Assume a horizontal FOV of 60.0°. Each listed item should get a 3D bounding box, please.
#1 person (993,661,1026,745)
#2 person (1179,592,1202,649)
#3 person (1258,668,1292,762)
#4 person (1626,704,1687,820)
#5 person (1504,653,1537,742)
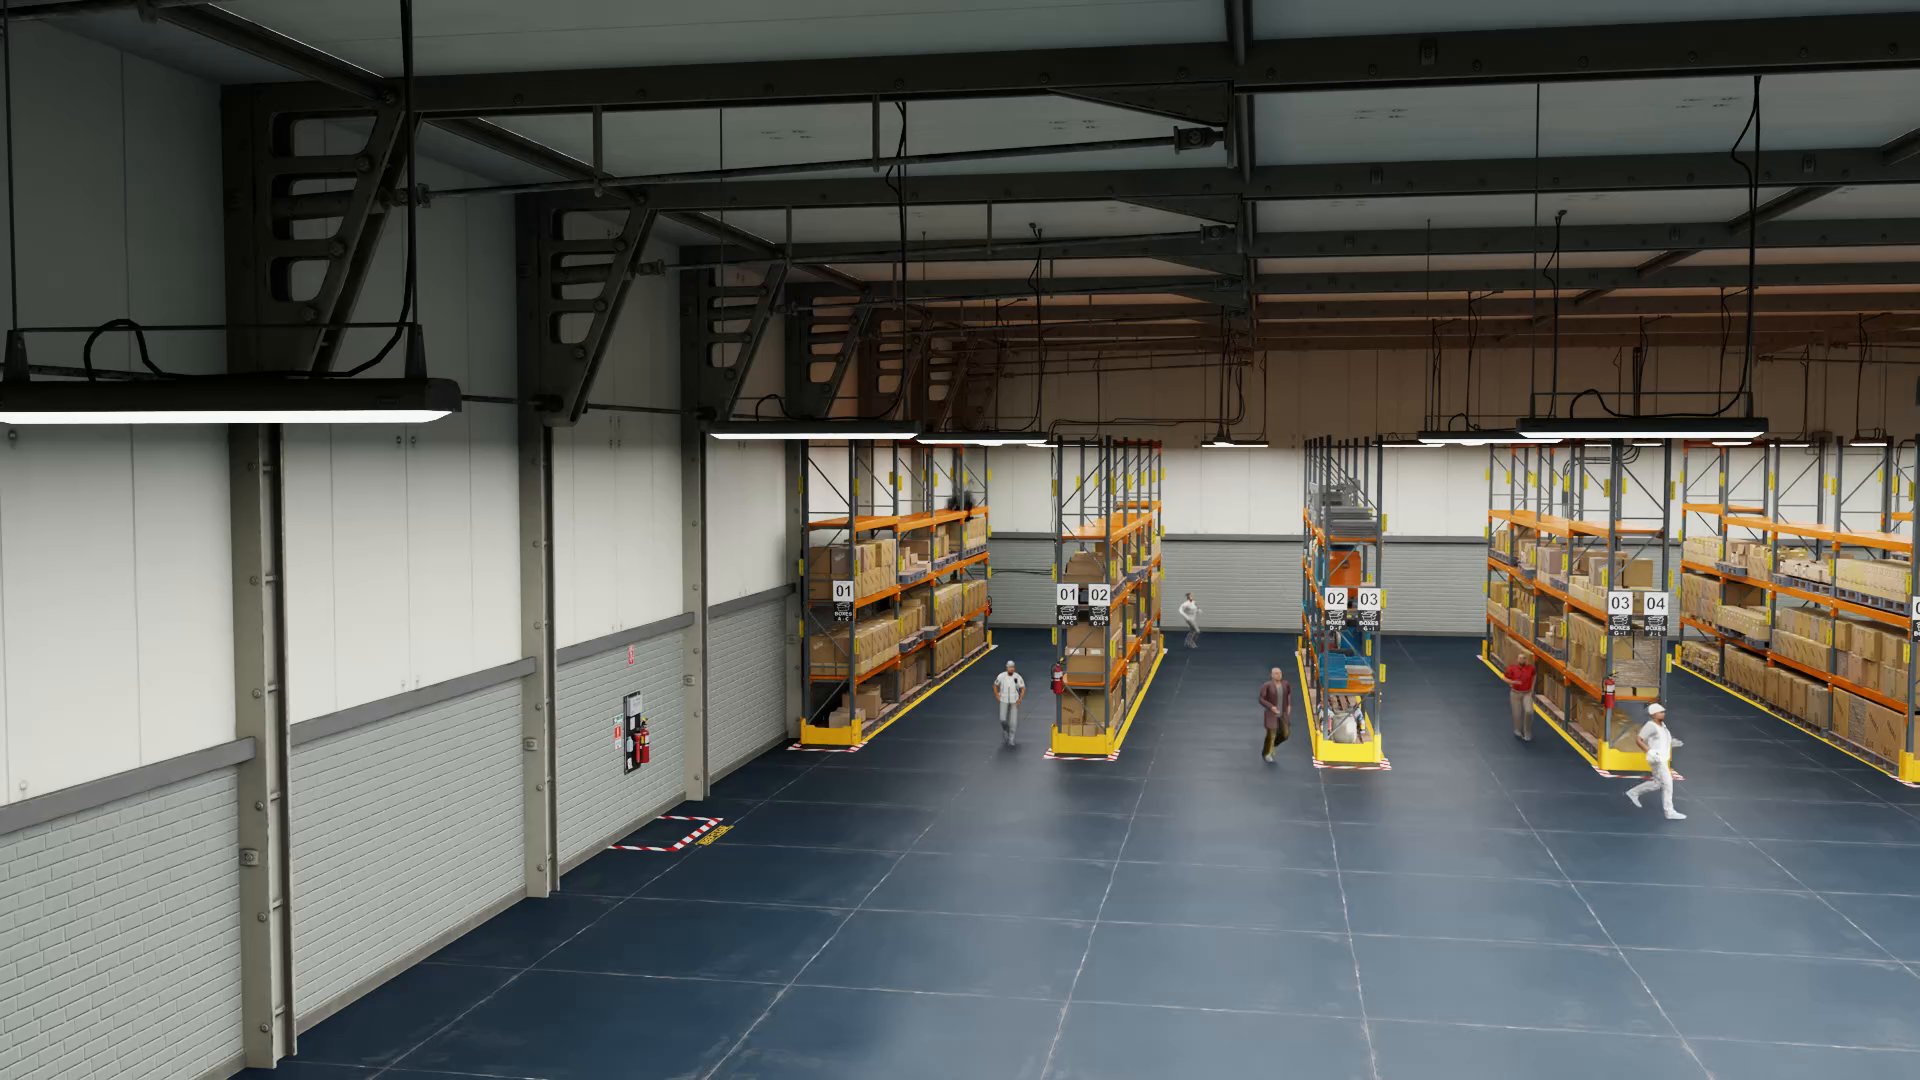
[{"bbox_3d":[0.956,3.171,32.321,0.633,1.637,0.509,0,3,4],"label":"person"},{"bbox_3d":[6.659,2.300,47.883,0.637,1.650,0.620,2,4,33],"label":"person"},{"bbox_3d":[5.817,3.203,30.433,0.741,1.734,0.675,-1,3,-15],"label":"person"},{"bbox_3d":[10.851,3.430,25.909,0.941,1.763,0.696,2,4,38],"label":"person"},{"bbox_3d":[11.077,3.107,32.859,0.641,1.755,0.790,1,3,12],"label":"person"}]
